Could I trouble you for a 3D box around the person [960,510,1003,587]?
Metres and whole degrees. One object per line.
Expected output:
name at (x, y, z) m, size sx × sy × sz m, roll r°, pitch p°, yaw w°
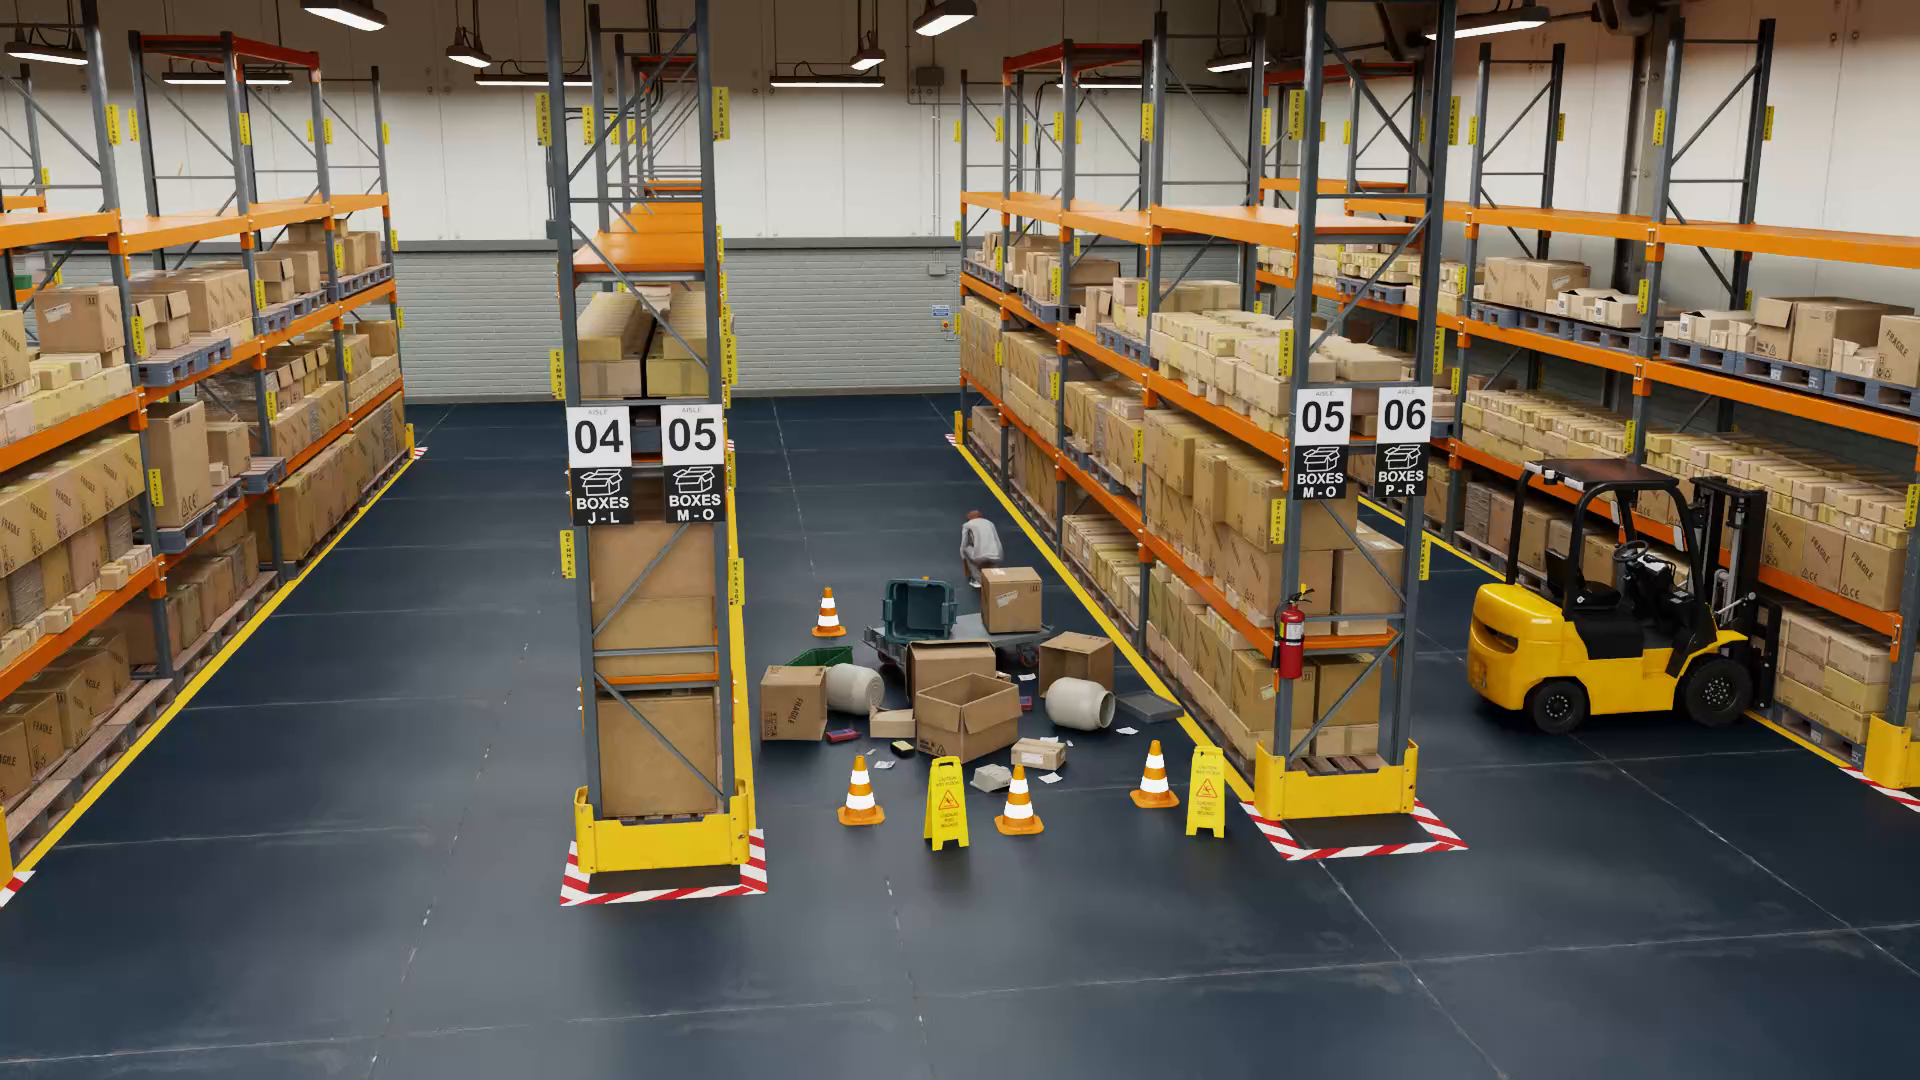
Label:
person at (0.253, 0.111, 18.782) m, size 0.439 × 0.795 × 0.803 m, roll -2°, pitch 14°, yaw -8°
